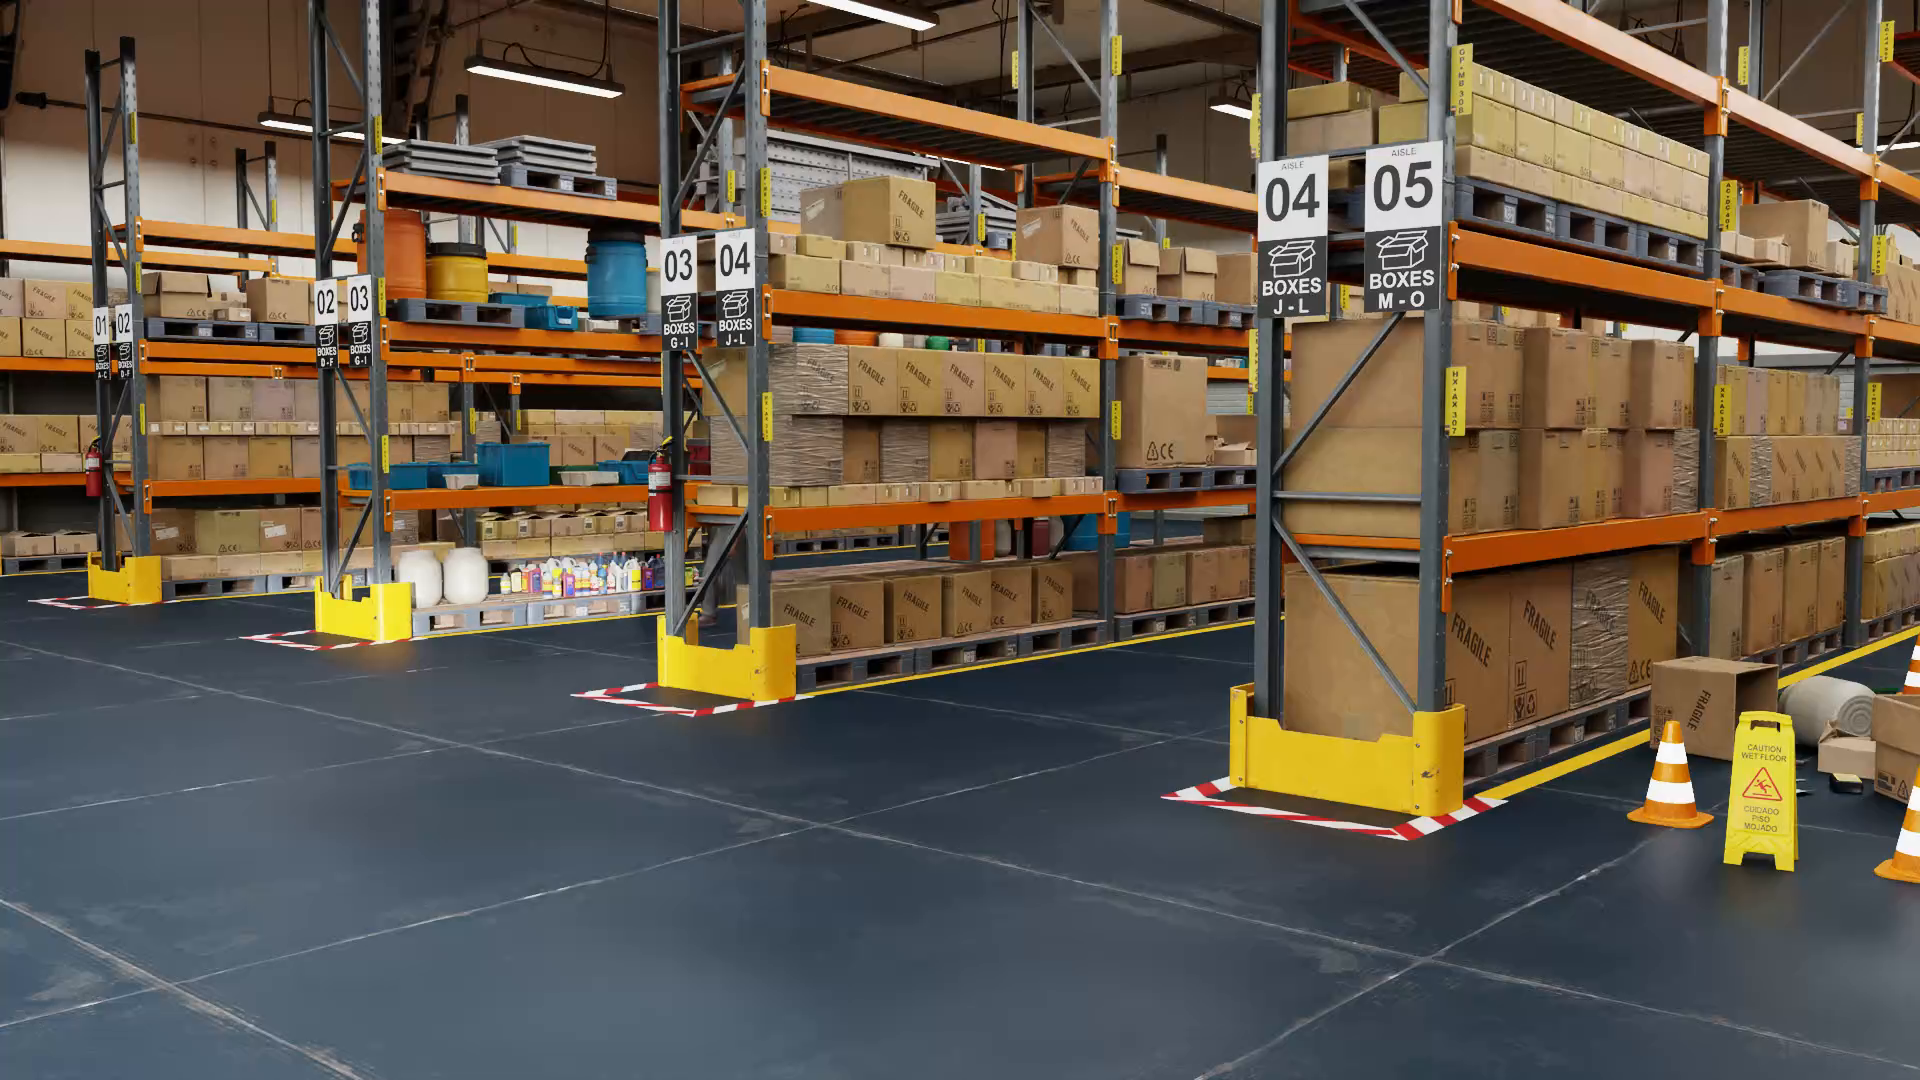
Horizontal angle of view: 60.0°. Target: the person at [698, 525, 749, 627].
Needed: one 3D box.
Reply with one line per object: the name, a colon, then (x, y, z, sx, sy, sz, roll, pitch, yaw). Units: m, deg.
person: (-2.112, 0.001, 15.532, 0.927, 1.592, 0.459, -3, 5, -37)
